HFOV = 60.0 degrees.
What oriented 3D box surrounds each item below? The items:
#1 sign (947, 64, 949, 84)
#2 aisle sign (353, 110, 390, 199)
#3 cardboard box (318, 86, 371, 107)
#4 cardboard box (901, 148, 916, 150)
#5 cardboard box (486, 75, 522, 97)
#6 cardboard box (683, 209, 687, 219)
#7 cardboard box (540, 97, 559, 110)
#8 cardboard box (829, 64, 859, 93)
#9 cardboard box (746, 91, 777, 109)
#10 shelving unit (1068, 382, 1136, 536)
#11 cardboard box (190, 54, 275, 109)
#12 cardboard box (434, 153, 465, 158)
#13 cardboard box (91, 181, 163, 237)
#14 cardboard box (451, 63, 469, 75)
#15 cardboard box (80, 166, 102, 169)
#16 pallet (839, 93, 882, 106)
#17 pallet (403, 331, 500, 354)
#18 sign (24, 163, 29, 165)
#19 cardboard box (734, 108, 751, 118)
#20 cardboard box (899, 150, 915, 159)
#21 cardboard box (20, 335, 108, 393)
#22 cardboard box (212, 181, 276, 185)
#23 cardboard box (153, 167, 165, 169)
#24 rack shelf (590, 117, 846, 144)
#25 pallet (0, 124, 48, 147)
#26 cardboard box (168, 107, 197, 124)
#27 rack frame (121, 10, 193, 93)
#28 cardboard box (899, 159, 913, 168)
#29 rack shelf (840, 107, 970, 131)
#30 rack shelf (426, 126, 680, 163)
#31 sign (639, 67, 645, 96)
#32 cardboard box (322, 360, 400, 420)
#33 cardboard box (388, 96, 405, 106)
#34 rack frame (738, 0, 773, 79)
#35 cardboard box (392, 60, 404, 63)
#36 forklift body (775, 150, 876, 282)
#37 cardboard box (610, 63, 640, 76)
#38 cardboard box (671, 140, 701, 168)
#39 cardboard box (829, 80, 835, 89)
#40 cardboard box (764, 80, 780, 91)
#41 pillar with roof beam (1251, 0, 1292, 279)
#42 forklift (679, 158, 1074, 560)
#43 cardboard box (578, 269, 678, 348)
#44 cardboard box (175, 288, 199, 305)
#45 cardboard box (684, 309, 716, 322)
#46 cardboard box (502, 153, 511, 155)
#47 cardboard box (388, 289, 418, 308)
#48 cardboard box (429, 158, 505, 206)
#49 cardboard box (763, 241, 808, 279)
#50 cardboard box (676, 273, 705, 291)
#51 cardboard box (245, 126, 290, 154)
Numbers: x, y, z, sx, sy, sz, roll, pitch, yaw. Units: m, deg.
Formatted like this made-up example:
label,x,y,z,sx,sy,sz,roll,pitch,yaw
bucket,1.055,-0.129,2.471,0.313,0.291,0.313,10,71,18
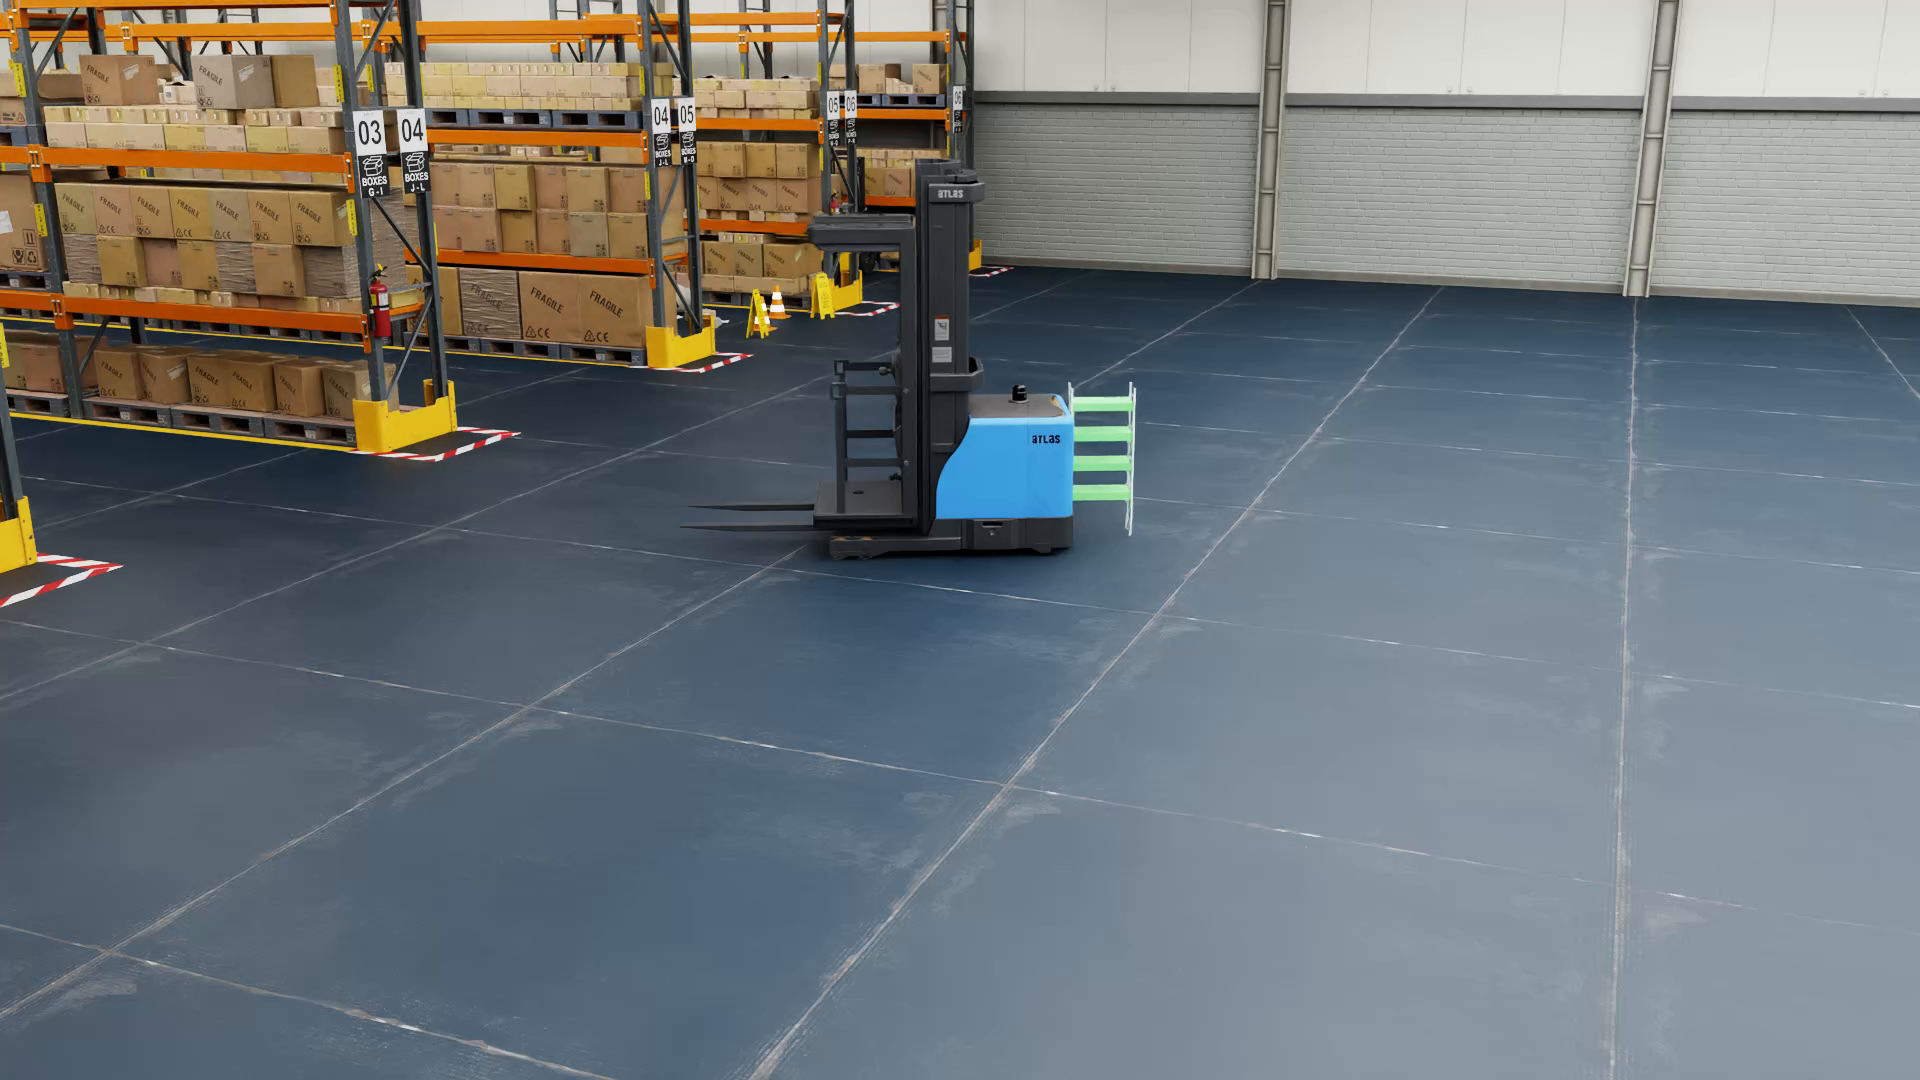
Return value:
label,x,y,z,sx,sy,sz,roll,pitch,yaw
sign,-0.201,-7.984,28.467,0.005,0.325,0.100,6,17,21
aisle sign,-5.495,-3.602,15.537,0.004,0.787,0.394,6,17,21
cardboard box,-7.966,-5.771,21.630,0.500,0.250,0.500,6,17,21
cardboard box,-0.929,-6.975,29.944,0.250,0.149,0.380,6,17,21
cardboard box,-5.487,-5.607,20.529,0.500,0.250,0.500,6,17,21
cardboard box,-4.166,-5.047,25.630,0.250,0.149,0.380,6,17,21
cardboard box,-4.909,-5.333,20.302,0.250,0.149,0.380,6,17,20
cardboard box,-1.936,-8.218,29.602,0.637,0.503,0.797,7,18,22
cardboard box,-2.844,-6.557,24.733,0.500,0.250,0.500,6,17,20
shelving unit,1.115,-0.642,13.232,0.503,1.200,0.258,-1,16,-2
cardboard box,-6.977,-4.402,15.966,0.500,0.500,0.500,6,17,21
cardboard box,-8.427,-6.061,27.204,0.500,0.500,0.500,7,18,23
cardboard box,-8.373,-3.355,16.843,0.500,0.500,0.500,6,17,21
cardboard box,-6.087,-5.846,20.638,0.250,0.149,0.380,6,17,21
cardboard box,-15.402,-6.467,29.892,0.500,0.500,0.500,6,17,20
pallet,-1.776,-7.897,29.773,1.213,0.211,1.003,6,17,21
pallet,-6.571,-2.685,22.045,1.213,0.211,1.003,6,17,21
sign,-16.900,-6.955,30.055,0.005,0.325,0.100,6,17,21
cardboard box,-3.180,-6.401,24.911,0.250,0.149,0.380,6,17,20
cardboard box,-0.893,-6.816,29.397,0.250,0.149,0.380,7,17,22
cardboard box,-9.727,-1.926,18.121,0.500,0.500,0.700,5,17,16
cardboard box,-7.250,-3.389,16.959,0.500,0.500,0.500,6,17,21
cardboard box,-13.979,-6.794,29.223,0.500,0.500,0.500,6,17,20
rack shelf,-3.667,-6.307,25.429,4.000,0.370,1.077,6,17,21
pallet,-9.699,-4.288,17.519,1.003,0.211,1.213,6,17,21
cardboard box,-7.495,-4.152,16.270,0.250,0.149,0.380,7,18,22
rack frame,-10.971,-7.413,22.567,0.127,3.000,1.000,6,17,21
cardboard box,-0.882,-6.678,29.455,0.250,0.149,0.380,7,17,22
rack shelf,-1.849,-7.595,29.865,4.000,0.370,1.077,6,17,21
rack shelf,-5.389,-5.013,20.971,4.000,0.370,1.077,6,17,21
sign,-3.741,-5.402,19.574,0.005,0.325,0.100,6,17,21
cardboard box,-6.017,-1.507,16.714,0.500,0.500,0.500,10,19,31
cardboard box,-7.036,-5.567,21.106,0.250,0.149,0.380,6,17,20
rack frame,-3.710,-9.585,30.051,0.127,3.000,1.000,6,17,21
cardboard box,-11.000,-9.313,32.733,0.258,0.266,0.396,6,17,20
forklift body,-2.422,-5.608,28.635,1.214,2.155,2.313,6,17,21
cardboard box,-3.967,-5.612,19.833,0.250,0.149,0.380,6,17,21
cardboard box,-4.273,-5.870,25.507,0.500,0.500,0.700,6,17,19
cardboard box,-2.062,-6.800,24.855,0.250,0.149,0.380,6,17,20
cardboard box,-2.699,-6.726,24.602,0.250,0.149,0.380,6,17,20
pillar with roof beam,3.696,-7.751,23.732,0.400,9.000,9.100,6,17,21
forklift,-0.656,-1.409,12.768,3.031,2.935,1.130,-1,16,-2
cardboard box,-4.184,-2.947,21.002,0.875,0.875,0.875,6,17,21
cardboard box,-7.674,-2.476,16.772,0.250,0.149,0.380,6,17,21
cardboard box,-3.766,-3.248,24.097,0.380,0.149,0.250,-12,20,-37
cardboard box,-7.261,-6.087,27.293,0.500,0.500,0.500,6,17,18
cardboard box,-5.620,-2.408,16.537,0.250,0.149,0.380,6,17,21
cardboard box,-6.365,-4.640,21.572,0.550,0.550,0.875,6,17,21
cardboard box,-2.647,-4.263,25.312,0.500,0.500,0.500,6,17,21
cardboard box,-4.082,-4.062,25.965,0.500,0.250,0.500,6,17,20
cardboard box,-6.450,-3.840,15.908,0.500,0.250,0.500,6,17,21
